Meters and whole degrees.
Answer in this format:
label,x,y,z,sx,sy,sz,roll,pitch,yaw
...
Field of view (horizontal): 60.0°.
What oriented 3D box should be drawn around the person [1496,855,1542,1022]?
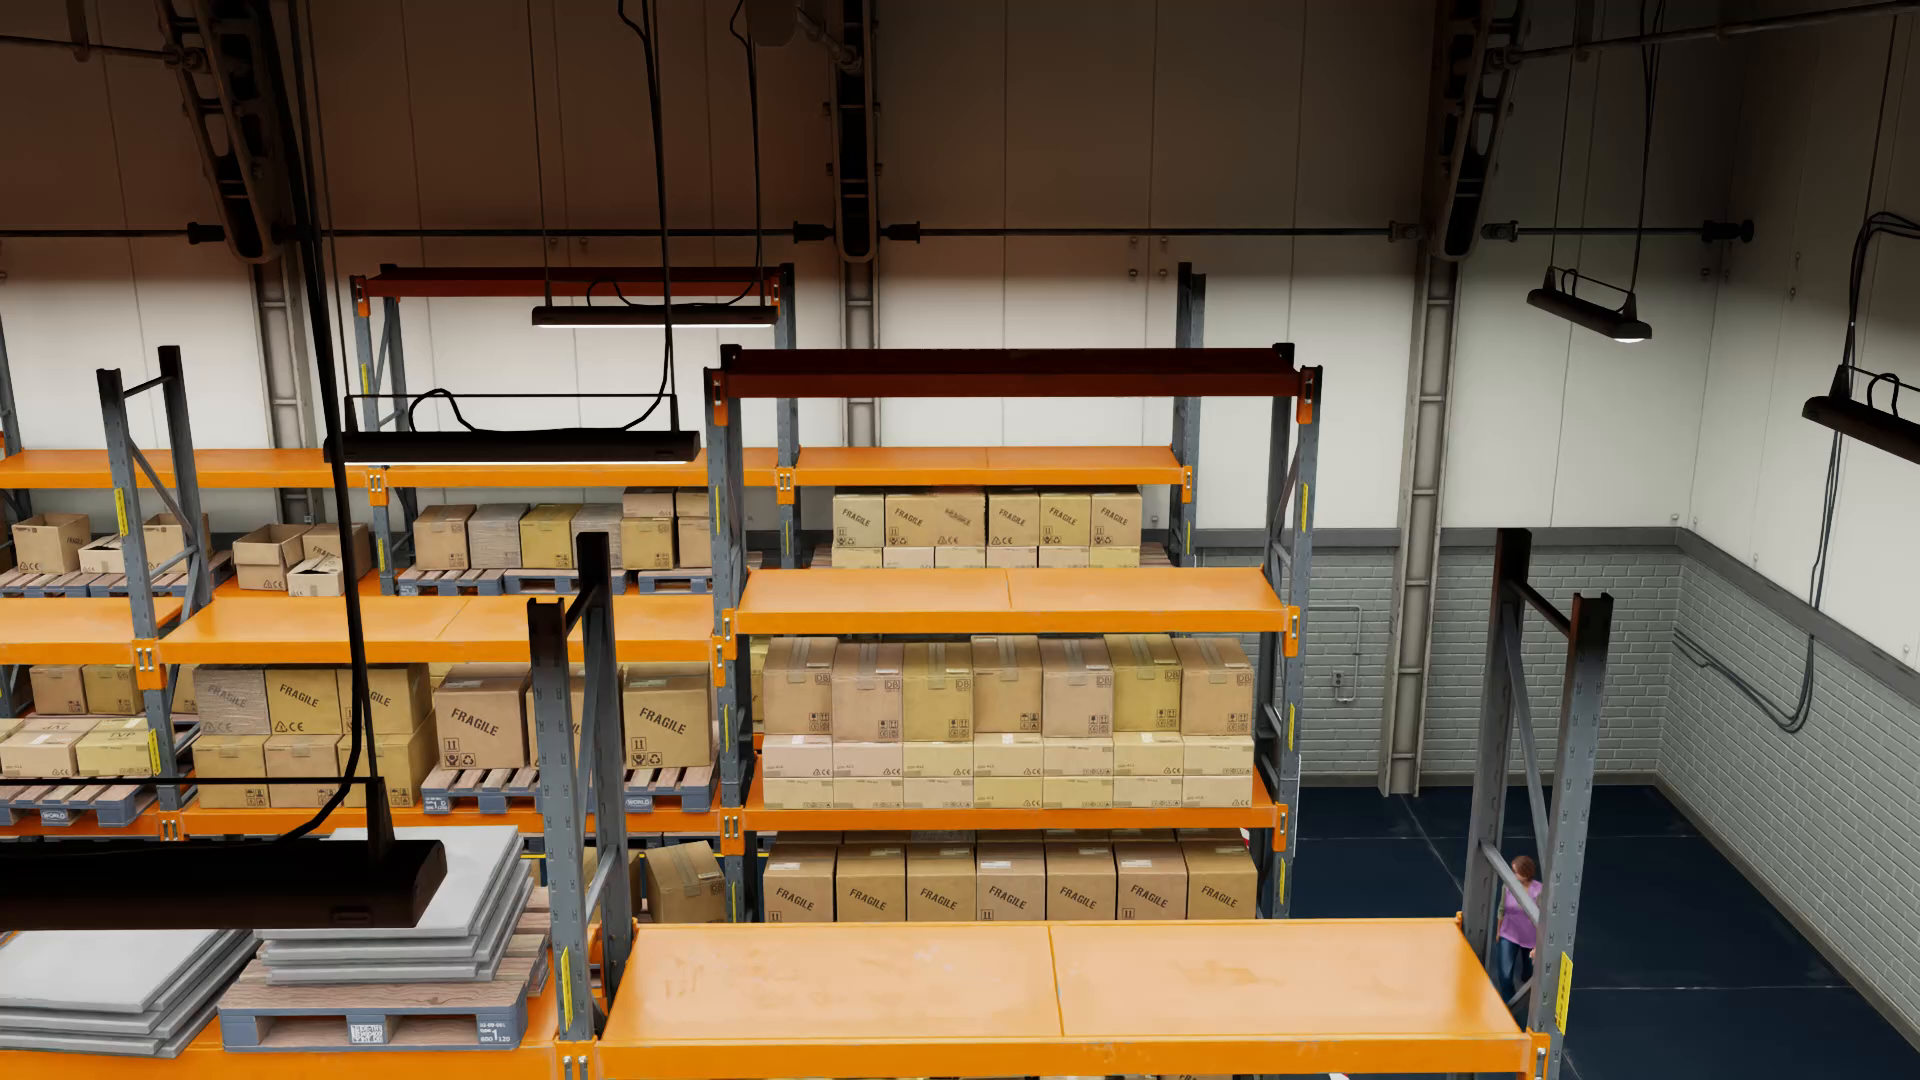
label,x,y,z,sx,sy,sz,roll,pitch,yaw
person,4.780,3.394,14.212,0.406,1.483,0.910,8,18,25
